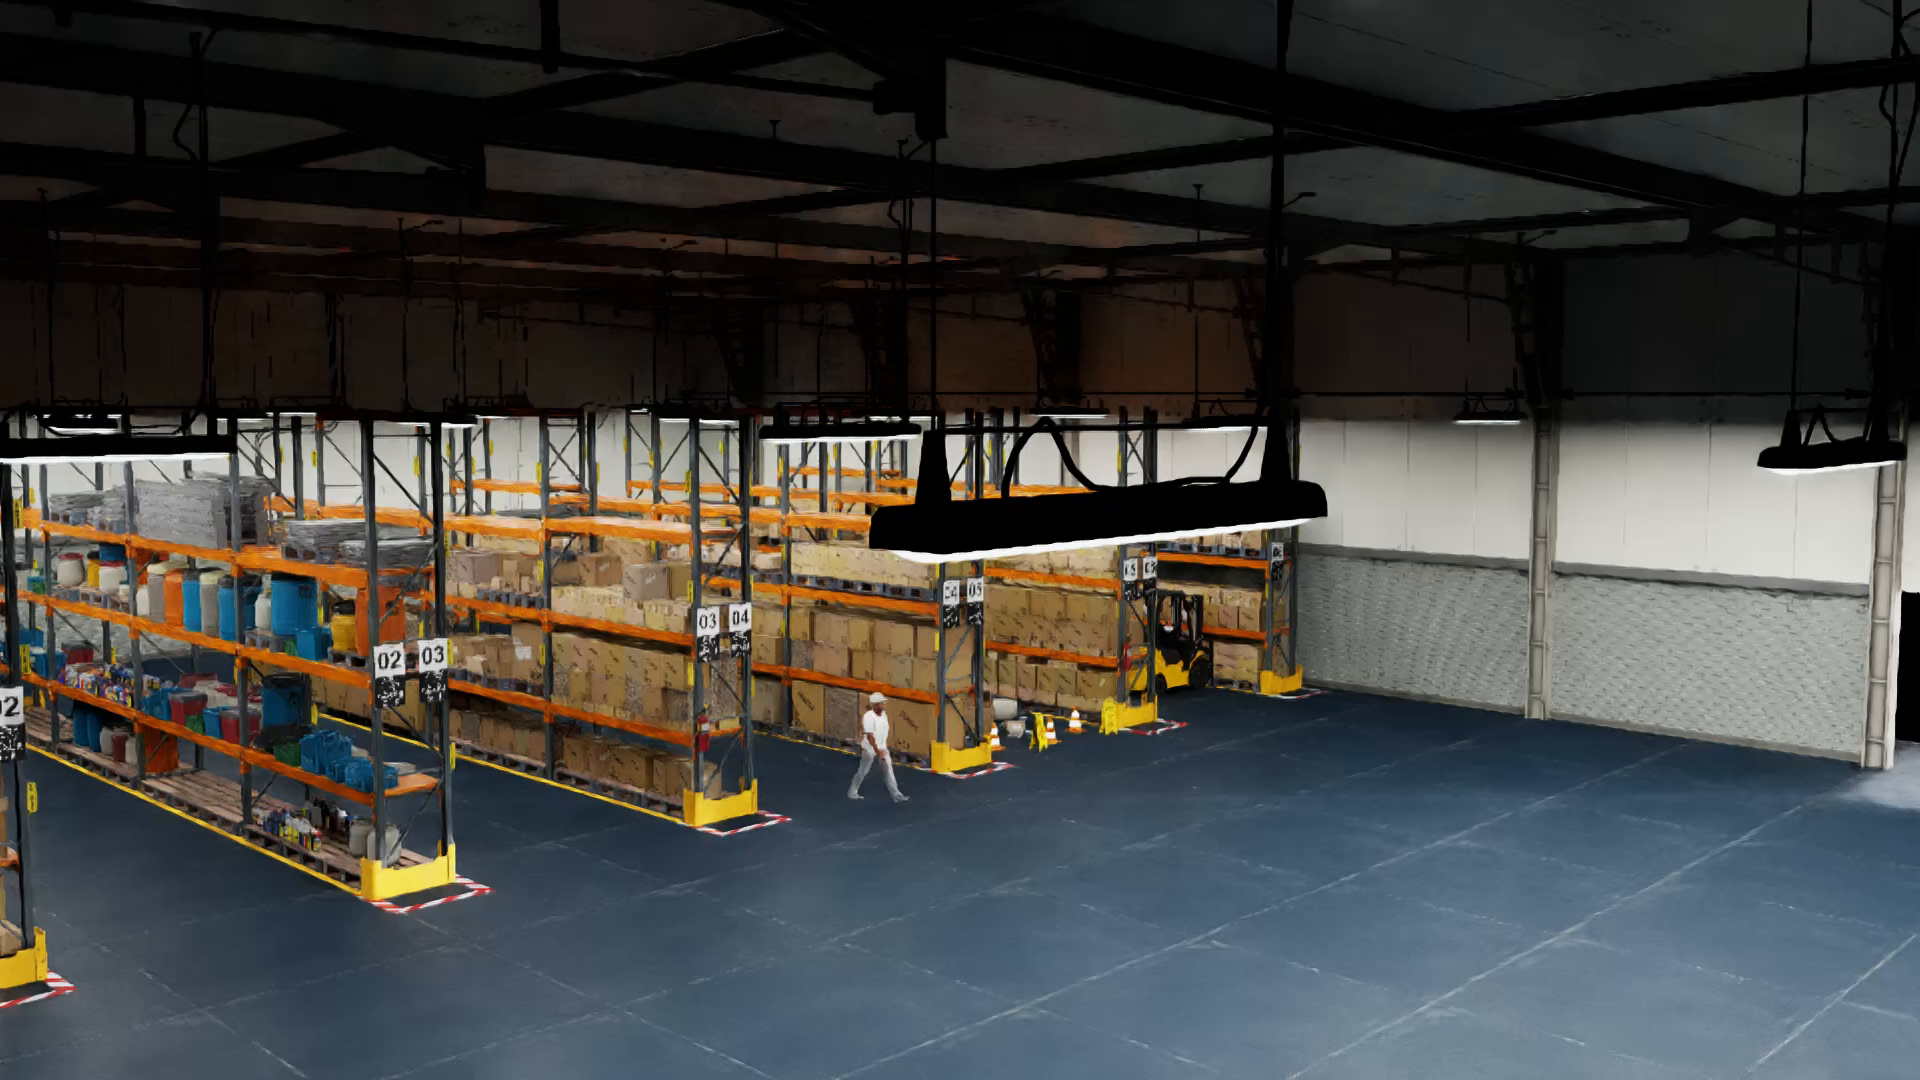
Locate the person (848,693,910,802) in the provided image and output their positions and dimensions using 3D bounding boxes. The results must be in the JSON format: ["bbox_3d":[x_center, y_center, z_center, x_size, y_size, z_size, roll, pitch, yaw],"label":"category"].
[{"bbox_3d":[-1.284,3.200,25.642,1.033,1.708,0.571,4,6,36],"label":"person"}]
